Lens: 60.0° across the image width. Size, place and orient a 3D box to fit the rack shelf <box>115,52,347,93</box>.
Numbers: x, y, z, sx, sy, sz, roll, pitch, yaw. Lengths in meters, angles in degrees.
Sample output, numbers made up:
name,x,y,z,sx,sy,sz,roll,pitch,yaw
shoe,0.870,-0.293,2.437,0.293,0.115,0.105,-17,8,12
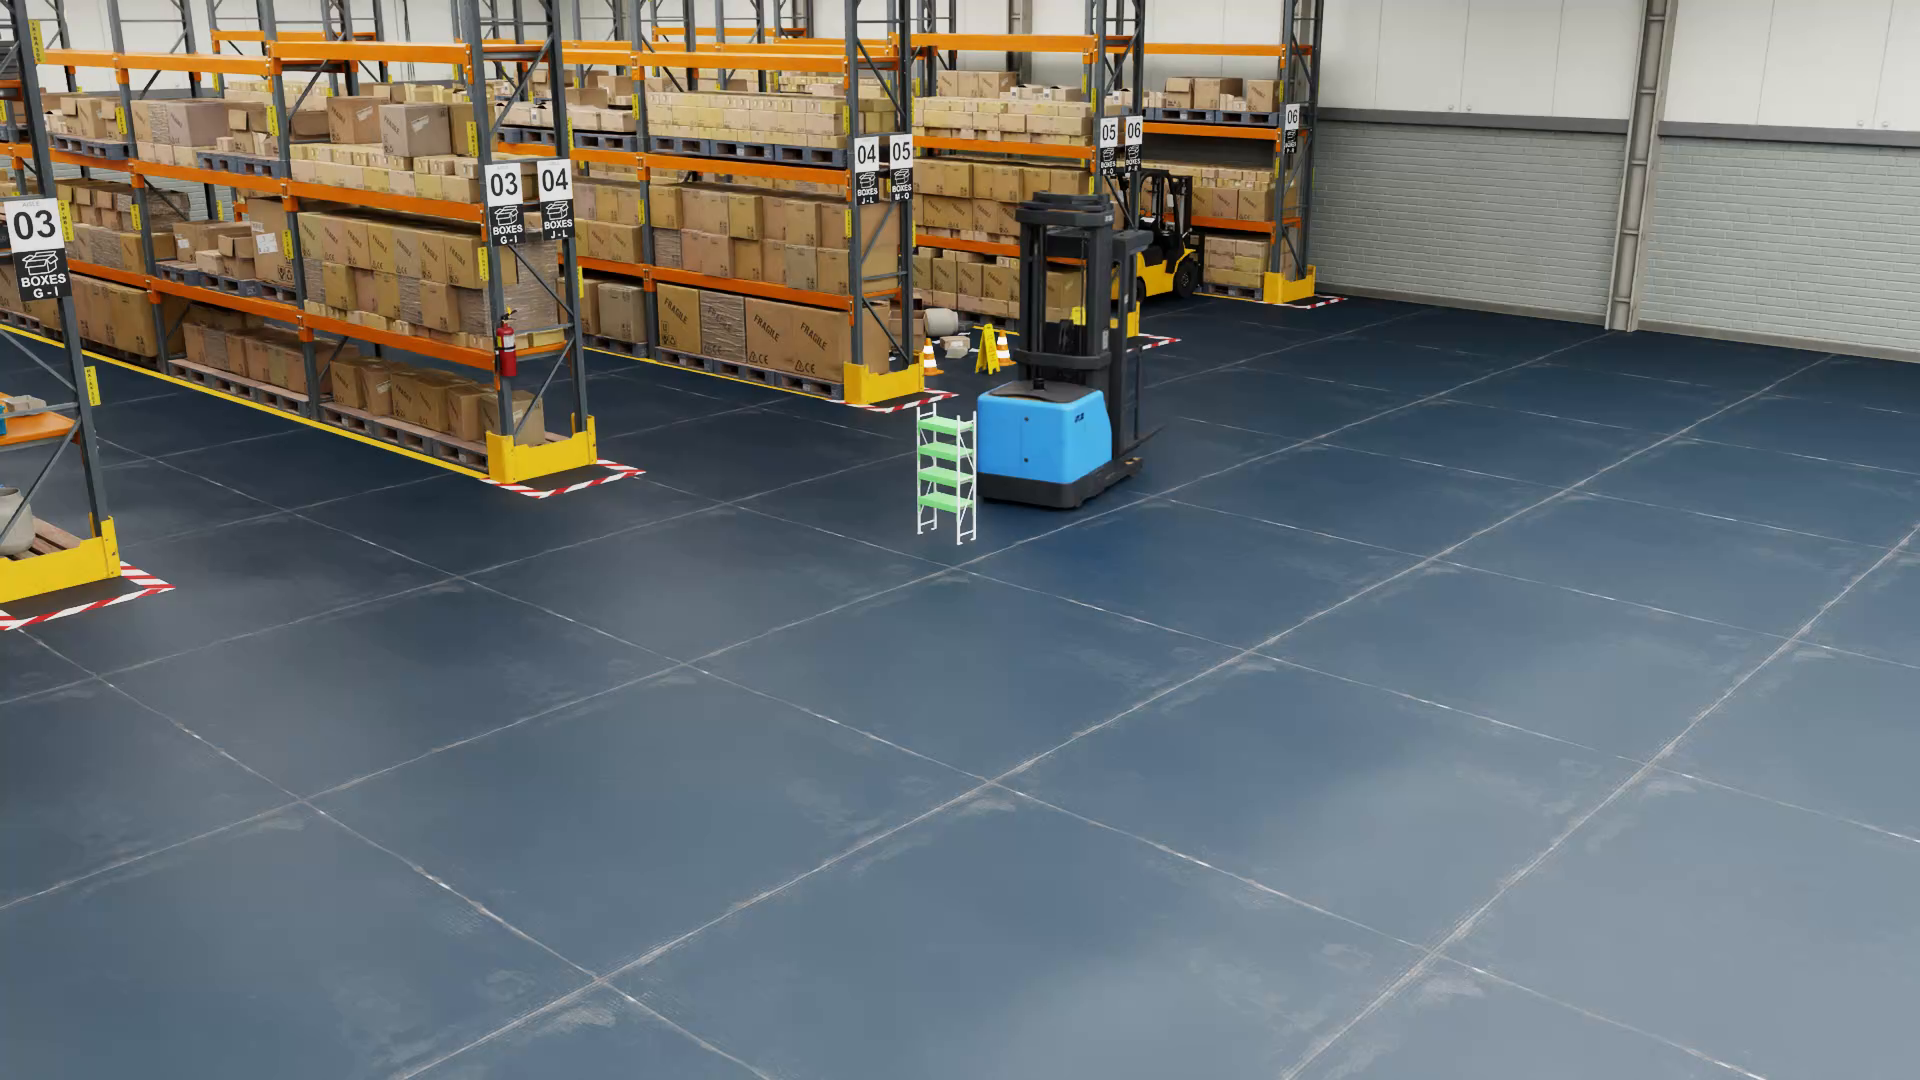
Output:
name,x,y,z,sx,sy,sz,roll,pitch,yaw
rack shelf,-8.821,-5.680,20.123,4.000,0.370,1.077,15,23,39

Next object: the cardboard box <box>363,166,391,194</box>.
name,x,y,z,sx,sy,sz,roll,pitch,yaw
cardboard box,-5.995,-3.852,17.716,0.500,0.250,0.500,15,23,38

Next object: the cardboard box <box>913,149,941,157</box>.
name,x,y,z,sx,sy,sz,roll,pitch,yaw
cardboard box,-0.728,-7.508,33.091,0.500,0.500,0.500,16,24,42

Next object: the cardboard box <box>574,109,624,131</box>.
name,x,y,z,sx,sy,sz,roll,pitch,yaw
cardboard box,-5.026,-5.859,23.182,0.500,0.250,0.500,15,23,39

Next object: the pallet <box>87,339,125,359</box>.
name,x,y,z,sx,sy,sz,roll,pitch,yaw
pallet,-11.764,-2.847,23.873,1.213,0.211,1.003,15,23,39

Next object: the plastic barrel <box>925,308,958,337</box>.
name,x,y,z,sx,sy,sz,roll,pitch,yaw
plastic barrel,-0.305,-3.236,24.747,0.512,0.421,0.421,-3,18,-8

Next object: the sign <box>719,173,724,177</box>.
name,x,y,z,sx,sy,sz,roll,pitch,yaw
sign,-4.104,-6.424,28.618,0.005,0.325,0.100,15,23,39

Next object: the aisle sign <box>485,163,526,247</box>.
name,x,y,z,sx,sy,sz,roll,pitch,yaw
aisle sign,-4.486,-3.309,16.419,0.004,0.787,0.394,15,23,39

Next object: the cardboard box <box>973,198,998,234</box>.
name,x,y,z,sx,sy,sz,roll,pitch,yaw
cardboard box,0.546,-4.937,25.190,0.500,0.500,0.500,15,23,40

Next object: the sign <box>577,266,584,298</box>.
name,x,y,z,sx,sy,sz,roll,pitch,yaw
sign,-3.973,-2.685,17.321,0.005,0.325,0.100,15,23,39

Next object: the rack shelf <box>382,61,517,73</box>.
name,x,y,z,sx,sy,sz,roll,pitch,yaw
rack shelf,-8.444,-7.585,26.125,4.000,0.370,1.077,15,23,39

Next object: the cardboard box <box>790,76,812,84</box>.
name,x,y,z,sx,sy,sz,roll,pitch,yaw
cardboard box,-3.259,-9.428,34.104,0.250,0.149,0.380,16,23,40

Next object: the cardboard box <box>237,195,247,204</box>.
name,x,y,z,sx,sy,sz,roll,pitch,yaw
cardboard box,-12.907,-6.205,30.259,0.250,0.149,0.380,15,23,39

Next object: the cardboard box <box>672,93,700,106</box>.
name,x,y,z,sx,sy,sz,roll,pitch,yaw
cardboard box,-3.529,-5.741,21.659,0.250,0.149,0.380,15,23,39

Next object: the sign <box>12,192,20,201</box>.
name,x,y,z,sx,sy,sz,roll,pitch,yaw
sign,-13.675,-4.884,24.117,0.005,0.325,0.100,15,23,39

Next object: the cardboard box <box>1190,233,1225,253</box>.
name,x,y,z,sx,sy,sz,roll,pitch,yaw
cardboard box,4.216,-5.104,28.572,0.500,0.250,0.500,15,23,40

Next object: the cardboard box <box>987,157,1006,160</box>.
name,x,y,z,sx,sy,sz,roll,pitch,yaw
cardboard box,0.728,-7.263,31.938,0.250,0.149,0.380,15,23,39

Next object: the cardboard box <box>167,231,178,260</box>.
name,x,y,z,sx,sy,sz,roll,pitch,yaw
cardboard box,-10.499,-3.963,22.613,0.500,0.500,0.500,16,24,41

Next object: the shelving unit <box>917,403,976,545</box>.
name,x,y,z,sx,sy,sz,roll,pitch,yaw
shelving unit,-0.124,-0.605,15.173,0.503,1.200,0.258,15,23,39

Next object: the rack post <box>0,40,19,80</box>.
name,x,y,z,sx,sy,sz,roll,pitch,yaw
rack post,-8.101,-3.831,13.271,0.937,0.300,0.954,-15,23,-40

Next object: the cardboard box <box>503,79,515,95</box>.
name,x,y,z,sx,sy,sz,roll,pitch,yaw
cardboard box,-8.636,-8.928,32.751,0.500,0.311,0.500,16,23,40

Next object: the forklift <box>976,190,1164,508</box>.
name,x,y,z,sx,sy,sz,roll,pitch,yaw
forklift,1.282,-2.103,17.032,1.130,2.935,3.031,9,20,26

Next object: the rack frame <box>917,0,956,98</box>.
name,x,y,z,sx,sy,sz,roll,pitch,yaw
rack frame,-0.447,-9.981,31.825,0.127,3.000,1.000,15,23,39

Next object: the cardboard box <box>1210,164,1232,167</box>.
name,x,y,z,sx,sy,sz,roll,pitch,yaw
cardboard box,4.528,-6.415,28.776,0.250,0.149,0.380,14,23,38

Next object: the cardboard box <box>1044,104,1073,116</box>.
name,x,y,z,sx,sy,sz,roll,pitch,yaw
cardboard box,1.426,-6.191,23.936,0.250,0.149,0.380,15,23,39

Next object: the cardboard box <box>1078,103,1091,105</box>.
name,x,y,z,sx,sy,sz,roll,pitch,yaw
cardboard box,1.916,-6.246,24.112,0.250,0.149,0.380,15,23,39

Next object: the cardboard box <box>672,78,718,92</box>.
name,x,y,z,sx,sy,sz,roll,pitch,yaw
cardboard box,-4.605,-7.831,29.150,0.500,0.500,0.700,14,22,37

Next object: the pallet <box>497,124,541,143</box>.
name,x,y,z,sx,sy,sz,roll,pitch,yaw
pallet,-6.432,-6.080,24.804,1.003,0.211,1.213,16,24,42

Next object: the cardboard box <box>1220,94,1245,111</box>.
name,x,y,z,sx,sy,sz,roll,pitch,yaw
cardboard box,4.526,-7.278,27.627,0.258,0.266,0.396,15,23,39

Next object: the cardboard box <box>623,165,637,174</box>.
name,x,y,z,sx,sy,sz,roll,pitch,yaw
cardboard box,-5.820,-6.975,30.451,0.500,0.500,0.500,14,23,38

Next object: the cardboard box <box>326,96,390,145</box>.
name,x,y,z,sx,sy,sz,roll,pitch,yaw
cardboard box,-6.819,-4.778,18.903,0.500,0.500,0.500,14,22,38

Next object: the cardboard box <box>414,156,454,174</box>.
name,x,y,z,sx,sy,sz,roll,pitch,yaw
cardboard box,-5.345,-3.837,17.012,0.250,0.149,0.380,15,23,40

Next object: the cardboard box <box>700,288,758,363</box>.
name,x,y,z,sx,sy,sz,roll,pitch,yaw
cardboard box,-2.856,-2.920,22.310,0.875,0.875,0.875,15,23,40

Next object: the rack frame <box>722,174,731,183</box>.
name,x,y,z,sx,sy,sz,roll,pitch,yaw
rack frame,-3.739,-5.998,29.191,0.127,3.000,1.000,15,23,39

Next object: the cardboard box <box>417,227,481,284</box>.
name,x,y,z,sx,sy,sz,roll,pitch,yaw
cardboard box,-5.286,-2.969,17.338,0.500,0.500,0.500,15,23,39

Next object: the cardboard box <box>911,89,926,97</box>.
name,x,y,z,sx,sy,sz,roll,pitch,yaw
cardboard box,-0.872,-8.687,32.293,0.250,0.149,0.380,16,23,40

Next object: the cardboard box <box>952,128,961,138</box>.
name,x,y,z,sx,sy,sz,roll,pitch,yaw
cardboard box,0.094,-6.181,25.225,0.250,0.149,0.380,14,22,38

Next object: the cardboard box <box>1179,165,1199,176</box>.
name,x,y,z,sx,sy,sz,roll,pitch,yaw
cardboard box,3.978,-6.345,28.555,0.250,0.149,0.380,15,23,40

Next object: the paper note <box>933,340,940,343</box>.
name,x,y,z,sx,sy,sz,roll,pitch,yaw
paper note,-0.319,-2.915,24.404,0.148,0.019,0.142,-9,20,-27

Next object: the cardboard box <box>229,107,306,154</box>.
name,x,y,z,sx,sy,sz,roll,pitch,yaw
cardboard box,-8.316,-4.938,20.026,0.637,0.503,0.797,16,24,41

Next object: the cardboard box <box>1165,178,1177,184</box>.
name,x,y,z,sx,sy,sz,roll,pitch,yaw
cardboard box,3.752,-6.237,28.707,0.250,0.149,0.380,14,23,38

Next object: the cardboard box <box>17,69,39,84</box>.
name,x,y,z,sx,sy,sz,roll,pitch,yaw
cardboard box,-14.007,-6.832,24.596,0.500,0.250,0.500,13,22,36

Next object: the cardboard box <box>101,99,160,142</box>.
name,x,y,z,sx,sy,sz,roll,pitch,yaw
cardboard box,-10.821,-5.541,21.928,0.797,0.503,0.637,-17,24,-42

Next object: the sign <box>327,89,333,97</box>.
name,x,y,z,sx,sy,sz,roll,pitch,yaw
sign,-10.295,-7.213,27.205,0.005,0.325,0.100,15,23,39

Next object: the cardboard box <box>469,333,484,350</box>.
name,x,y,z,sx,sy,sz,roll,pitch,yaw
cardboard box,-4.870,-2.091,17.295,0.250,0.149,0.380,15,23,39

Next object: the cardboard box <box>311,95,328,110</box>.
name,x,y,z,sx,sy,sz,roll,pitch,yaw
cardboard box,-10.454,-7.293,27.733,0.500,0.250,0.500,14,22,37

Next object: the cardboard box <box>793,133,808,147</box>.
name,x,y,z,sx,sy,sz,roll,pitch,yaw
cardboard box,-1.819,-4.902,20.333,0.250,0.149,0.380,15,23,40

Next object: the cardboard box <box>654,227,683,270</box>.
name,x,y,z,sx,sy,sz,roll,pitch,yaw
cardboard box,-3.673,-4.055,22.820,0.550,0.550,0.875,15,23,39

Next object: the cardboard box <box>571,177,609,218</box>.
name,x,y,z,sx,sy,sz,roll,pitch,yaw
cardboard box,-5.473,-4.983,24.176,0.500,0.500,0.700,15,23,39

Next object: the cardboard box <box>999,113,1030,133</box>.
name,x,y,z,sx,sy,sz,roll,pitch,yaw
cardboard box,0.917,-6.138,24.429,0.500,0.250,0.500,16,24,41

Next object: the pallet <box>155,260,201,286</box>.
name,x,y,z,sx,sy,sz,roll,pitch,yaw
pallet,-9.713,-3.546,21.780,1.003,0.211,1.213,15,23,39

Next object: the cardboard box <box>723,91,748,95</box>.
name,x,y,z,sx,sy,sz,roll,pitch,yaw
cardboard box,-2.909,-5.840,21.971,0.250,0.149,0.380,16,23,40

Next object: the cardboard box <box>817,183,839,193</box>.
name,x,y,z,sx,sy,sz,roll,pitch,yaw
cardboard box,-1.998,-5.830,27.309,0.500,0.500,0.500,16,24,41
